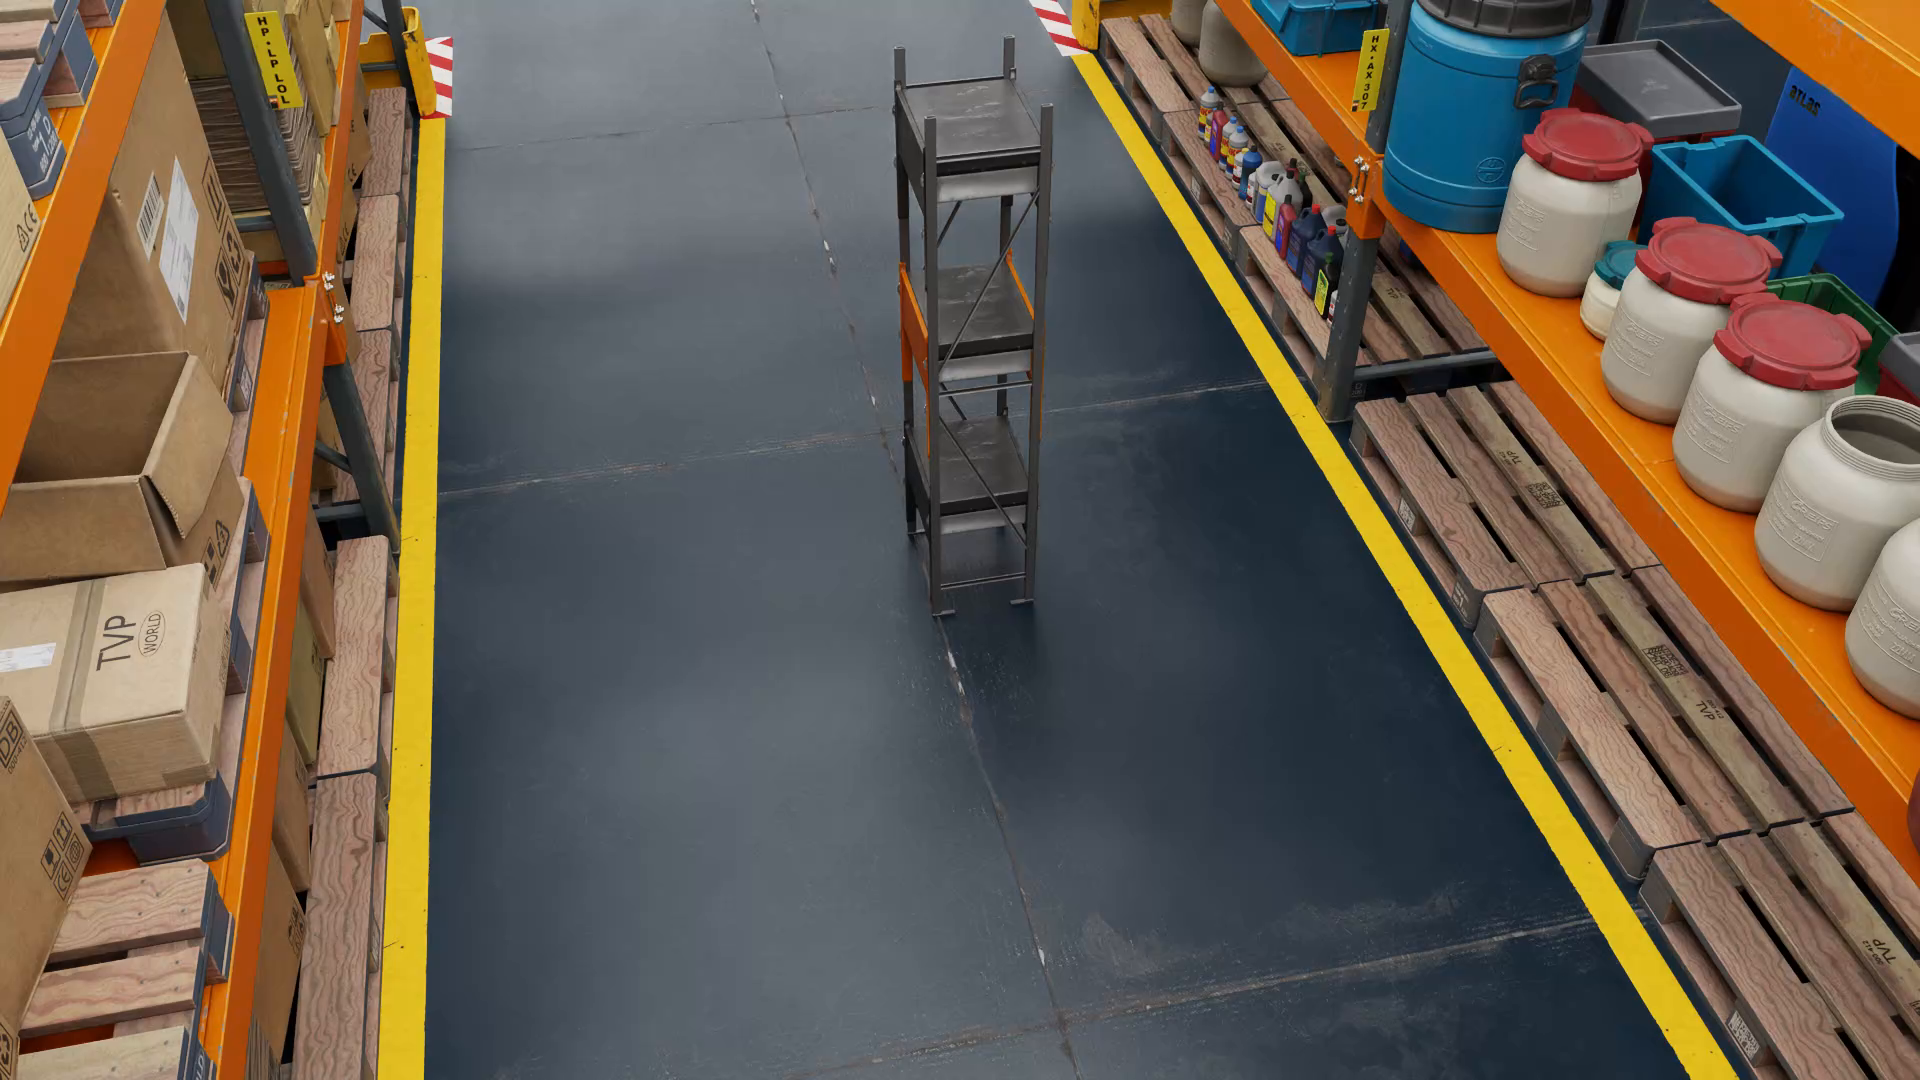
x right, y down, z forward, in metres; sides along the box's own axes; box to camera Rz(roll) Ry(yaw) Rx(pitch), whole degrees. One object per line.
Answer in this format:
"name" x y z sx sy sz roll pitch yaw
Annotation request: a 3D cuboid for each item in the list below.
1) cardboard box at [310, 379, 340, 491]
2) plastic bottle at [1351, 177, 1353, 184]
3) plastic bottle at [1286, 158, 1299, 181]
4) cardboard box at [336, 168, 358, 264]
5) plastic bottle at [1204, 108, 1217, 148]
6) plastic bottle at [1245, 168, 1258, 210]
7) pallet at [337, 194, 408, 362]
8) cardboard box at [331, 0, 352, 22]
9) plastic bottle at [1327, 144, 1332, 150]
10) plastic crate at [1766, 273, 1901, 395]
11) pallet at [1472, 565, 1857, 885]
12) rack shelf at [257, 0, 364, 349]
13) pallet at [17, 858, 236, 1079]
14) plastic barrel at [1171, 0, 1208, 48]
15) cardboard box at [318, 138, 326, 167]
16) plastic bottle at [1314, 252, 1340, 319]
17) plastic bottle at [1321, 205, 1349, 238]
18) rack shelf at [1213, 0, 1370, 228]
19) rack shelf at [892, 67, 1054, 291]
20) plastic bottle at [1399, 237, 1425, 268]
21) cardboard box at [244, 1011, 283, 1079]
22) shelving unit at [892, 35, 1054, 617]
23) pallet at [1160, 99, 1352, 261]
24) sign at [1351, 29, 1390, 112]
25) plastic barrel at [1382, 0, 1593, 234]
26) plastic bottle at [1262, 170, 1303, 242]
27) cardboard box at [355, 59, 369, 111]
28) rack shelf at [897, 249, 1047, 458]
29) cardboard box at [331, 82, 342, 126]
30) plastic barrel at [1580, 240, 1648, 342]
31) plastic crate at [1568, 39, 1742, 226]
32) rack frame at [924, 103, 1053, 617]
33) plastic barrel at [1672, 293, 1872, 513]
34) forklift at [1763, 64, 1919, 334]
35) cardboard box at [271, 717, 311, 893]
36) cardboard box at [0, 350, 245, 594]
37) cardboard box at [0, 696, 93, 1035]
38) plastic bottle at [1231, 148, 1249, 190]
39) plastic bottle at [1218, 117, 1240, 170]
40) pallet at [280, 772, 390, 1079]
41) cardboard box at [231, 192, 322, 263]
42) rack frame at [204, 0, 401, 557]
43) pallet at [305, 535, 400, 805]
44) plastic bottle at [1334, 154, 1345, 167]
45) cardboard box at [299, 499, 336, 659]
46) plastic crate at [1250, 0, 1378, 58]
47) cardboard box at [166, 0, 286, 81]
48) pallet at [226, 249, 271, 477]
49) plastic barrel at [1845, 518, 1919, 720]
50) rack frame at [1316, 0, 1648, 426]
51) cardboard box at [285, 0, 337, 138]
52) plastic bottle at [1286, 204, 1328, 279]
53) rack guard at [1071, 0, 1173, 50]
"cardboard box" -2.796 -0.515 6.637 0.500 0.500 0.500 -10 42 -11
"plastic bottle" 2.046 -1.827 8.269 0.152 0.276 0.135 -8 42 -9
"plastic bottle" 1.628 -1.718 8.140 0.061 0.283 0.133 -8 42 -9
"cardboard box" -3.215 -1.645 7.910 0.500 0.500 0.500 -5 42 -5
"plastic bottle" 1.333 -2.161 8.702 0.097 0.201 0.097 0 42 0
"plastic bottle" 1.472 -1.744 8.232 0.097 0.201 0.097 0 42 0
"pallet" -3.195 -1.208 7.952 1.003 0.211 1.213 -8 42 -9
"cardboard box" -2.923 -2.414 7.400 0.380 0.149 0.250 -8 42 -9
"plastic bottle" 1.972 -2.169 8.648 0.061 0.283 0.133 -8 42 -9
"plastic crate" 2.739 -0.570 5.292 0.450 0.188 0.662 -8 42 -9
"pallet" 2.561 0.601 5.914 1.003 0.211 1.213 -8 42 -9
"rack shelf" -3.181 -2.055 7.348 1.077 0.370 4.000 -8 42 -9
"pallet" -2.143 1.190 3.294 1.213 0.211 1.003 -8 42 -9
"plastic barrel" 1.440 -3.141 9.587 0.421 0.512 0.421 0 42 0
"cardboard box" -2.624 -1.438 6.300 0.380 0.149 0.250 -8 42 -9
"plastic bottle" 1.661 -1.151 7.502 0.061 0.283 0.133 -6 42 -7
"plastic bottle" 1.765 -1.422 7.812 0.152 0.276 0.135 -8 42 -9
"rack shelf" 1.656 -2.765 8.147 1.077 0.370 4.000 -8 42 -9
"rack shelf" 0.036 -1.191 5.476 0.431 0.518 0.480 -8 42 -9
"plastic bottle" 2.177 -1.474 7.814 0.144 0.351 0.185 -8 42 -9
"cardboard box" -2.182 1.546 4.300 0.700 0.500 0.500 -12 43 -13
"shelving unit" 0.036 -0.678 5.932 0.431 2.100 0.503 -8 42 -9
"pallet" 1.716 -1.928 8.764 1.003 0.211 1.213 -8 42 -9
"sign" 1.548 -1.769 6.275 0.100 0.325 0.005 -8 42 -9
"plastic barrel" 1.875 -1.631 5.951 0.600 0.901 0.708 -8 42 -9
"plastic bottle" 1.556 -1.621 7.981 0.144 0.351 0.185 -9 42 -10
"cardboard box" -3.494 -2.436 8.801 0.500 0.500 0.500 -1 42 -1
"rack shelf" 0.036 -0.668 5.941 0.431 0.518 0.480 -8 42 -9
"cardboard box" -2.701 -1.767 6.670 0.380 0.149 0.250 -8 42 -9
"plastic barrel" 2.223 -0.806 5.503 0.301 0.262 0.301 0 42 0
"plastic crate" 2.490 -1.492 6.123 0.402 0.464 0.583 -8 42 -9
"rack frame" 0.088 -0.520 5.754 0.400 2.100 0.015 -8 42 -9
"plastic barrel" 2.331 -0.381 4.817 0.433 0.535 0.433 0 42 0
"forklift" 4.683 -1.681 6.436 1.130 2.935 3.031 -9 42 -10
"cardboard box" -2.432 0.818 5.121 0.700 0.500 0.500 -12 43 -13
"cardboard box" -2.285 -0.113 4.224 0.797 0.503 0.637 -4 42 -5
"cardboard box" -2.259 0.679 3.334 0.700 0.500 0.500 -3 42 -3
"plastic bottle" 1.428 -1.877 8.382 0.097 0.201 0.097 0 42 0
"plastic bottle" 1.385 -2.033 8.504 0.097 0.271 0.097 0 42 0
"pallet" -2.313 1.312 5.113 1.003 0.211 1.213 -8 42 -9
"cardboard box" -2.502 -1.116 5.937 0.380 0.149 0.250 -8 42 -9
"rack frame" -2.749 -1.028 5.648 1.000 3.000 0.127 -8 42 -9
"pallet" -2.580 0.519 6.006 1.003 0.211 1.213 -8 42 -9
"plastic bottle" 1.988 -2.034 8.558 0.097 0.201 0.097 0 42 0
"cardboard box" -2.637 0.143 5.880 0.700 0.500 0.500 -11 43 -13
"plastic crate" 1.583 -2.360 7.262 0.499 0.251 0.616 -8 42 -9
"cardboard box" -2.598 -1.879 5.554 0.500 0.500 0.500 -8 42 -9
"pallet" -2.726 -0.440 5.131 1.003 0.211 1.213 -8 42 -9
"plastic barrel" 2.520 0.177 4.207 0.421 0.512 0.421 0 42 0
"rack frame" 2.087 -1.738 6.448 1.000 3.000 0.127 -8 42 -9
"cardboard box" -2.859 -1.806 6.226 0.875 0.500 0.500 -8 42 -9
"plastic bottle" 1.625 -1.412 7.745 0.144 0.351 0.185 -10 43 -11
"rack guard" 1.286 -3.353 10.151 1.175 0.500 0.348 -8 42 -9
